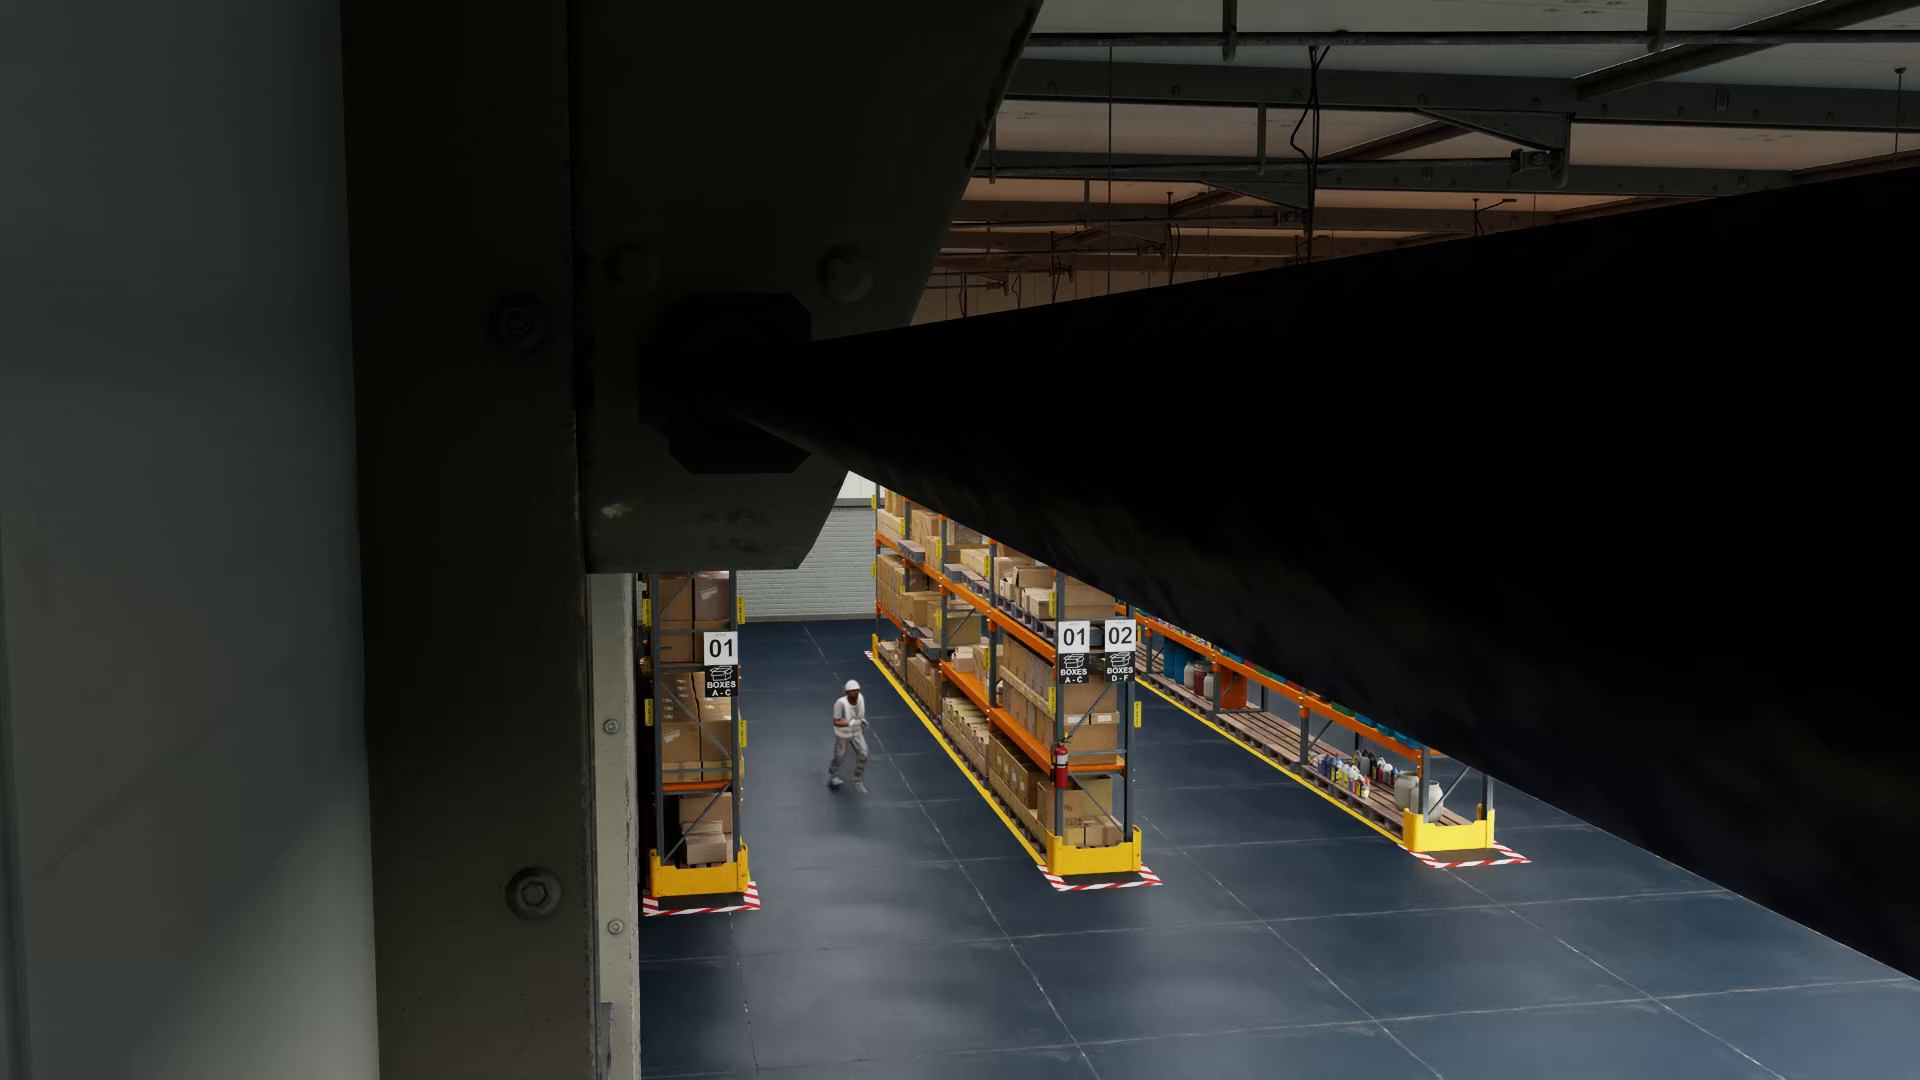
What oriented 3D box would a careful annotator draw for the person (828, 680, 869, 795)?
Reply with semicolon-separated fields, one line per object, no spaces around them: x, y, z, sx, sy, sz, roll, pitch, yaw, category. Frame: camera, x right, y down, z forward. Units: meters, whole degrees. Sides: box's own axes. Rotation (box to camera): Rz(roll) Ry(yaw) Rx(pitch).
-1.640;2.926;24.864;0.704;1.741;0.986;-4;7;-32;person
